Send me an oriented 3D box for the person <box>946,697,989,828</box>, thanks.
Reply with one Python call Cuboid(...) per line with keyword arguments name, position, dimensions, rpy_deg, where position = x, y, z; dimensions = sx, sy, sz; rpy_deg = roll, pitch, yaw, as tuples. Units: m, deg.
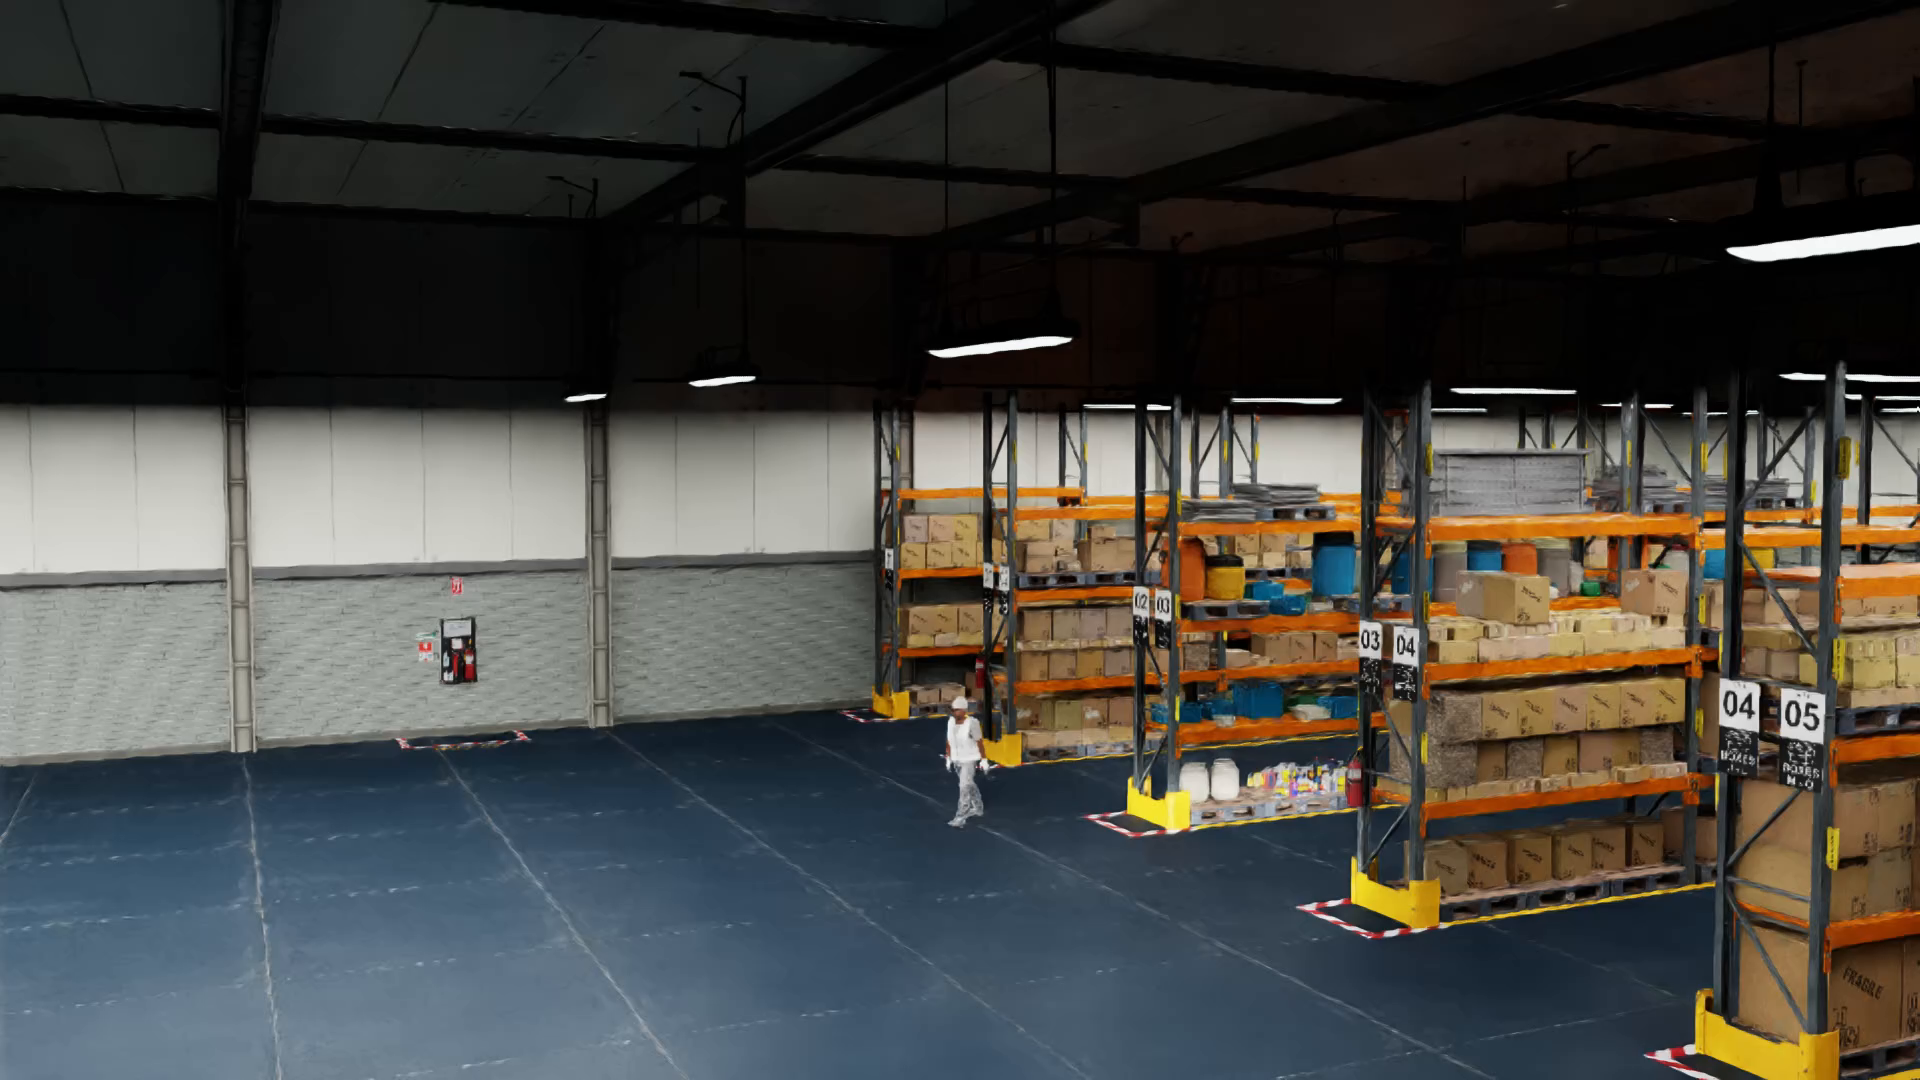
Cuboid(name="person", position=(0.045, 2.991, 22.580), dimensions=(0.610, 1.739, 0.967), rpy_deg=(3, 5, 43))
